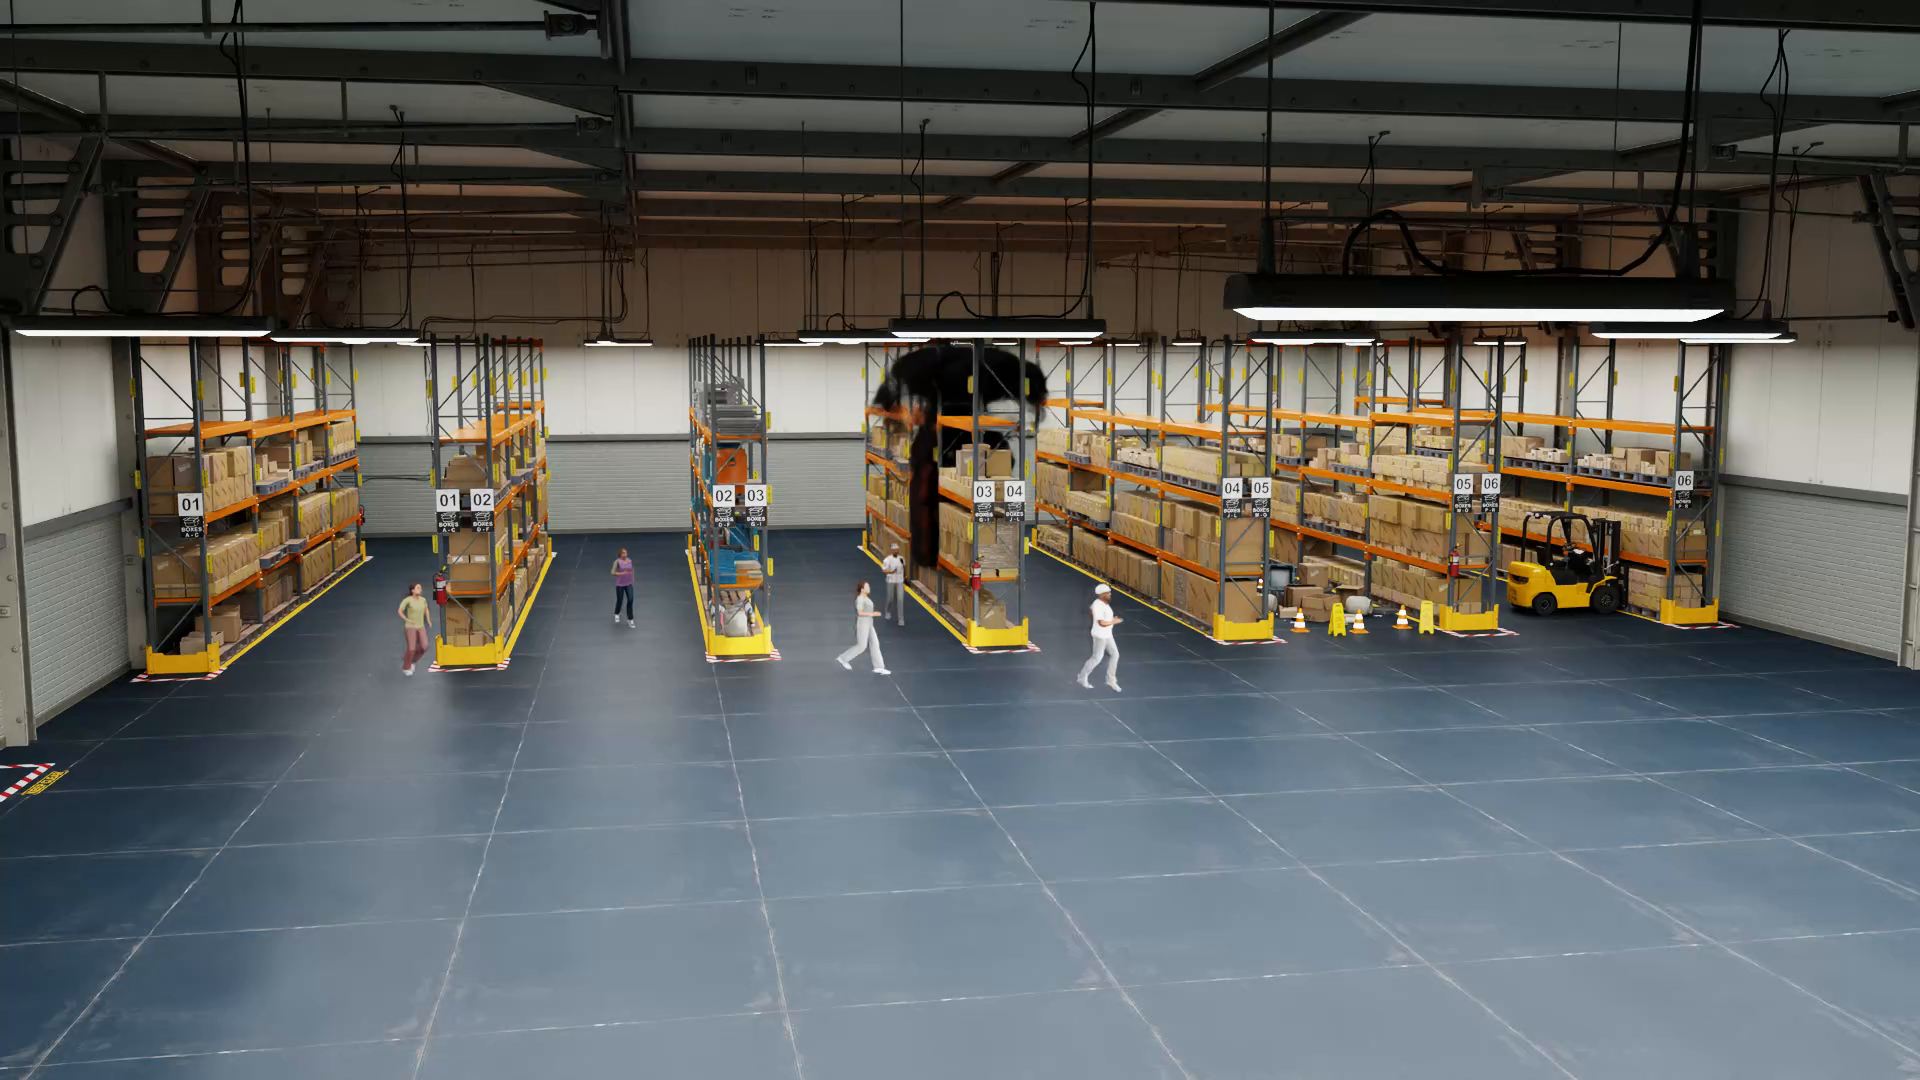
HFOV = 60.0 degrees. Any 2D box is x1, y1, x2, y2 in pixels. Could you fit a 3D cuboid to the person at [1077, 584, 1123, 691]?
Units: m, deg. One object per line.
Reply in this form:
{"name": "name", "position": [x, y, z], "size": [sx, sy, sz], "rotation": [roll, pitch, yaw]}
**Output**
{"name": "person", "position": [2.362, 1.650, 27.908], "size": [0.787, 1.834, 0.713], "rotation": [2, 7, 18]}

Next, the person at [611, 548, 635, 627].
{"name": "person", "position": [-6.995, 0.962, 34.527], "size": [0.565, 1.631, 0.778], "rotation": [-4, 8, -33]}

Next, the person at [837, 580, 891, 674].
{"name": "person", "position": [-1.667, 1.534, 29.227], "size": [0.910, 1.667, 0.567], "rotation": [1, 7, 12]}

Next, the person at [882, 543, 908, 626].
{"name": "person", "position": [-1.350, 0.890, 34.694], "size": [0.575, 1.685, 0.938], "rotation": [-2, 7, -14]}

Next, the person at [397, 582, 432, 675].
{"name": "person", "position": [-9.583, 1.559, 29.369], "size": [0.511, 1.630, 0.650], "rotation": [6, 9, 41]}
